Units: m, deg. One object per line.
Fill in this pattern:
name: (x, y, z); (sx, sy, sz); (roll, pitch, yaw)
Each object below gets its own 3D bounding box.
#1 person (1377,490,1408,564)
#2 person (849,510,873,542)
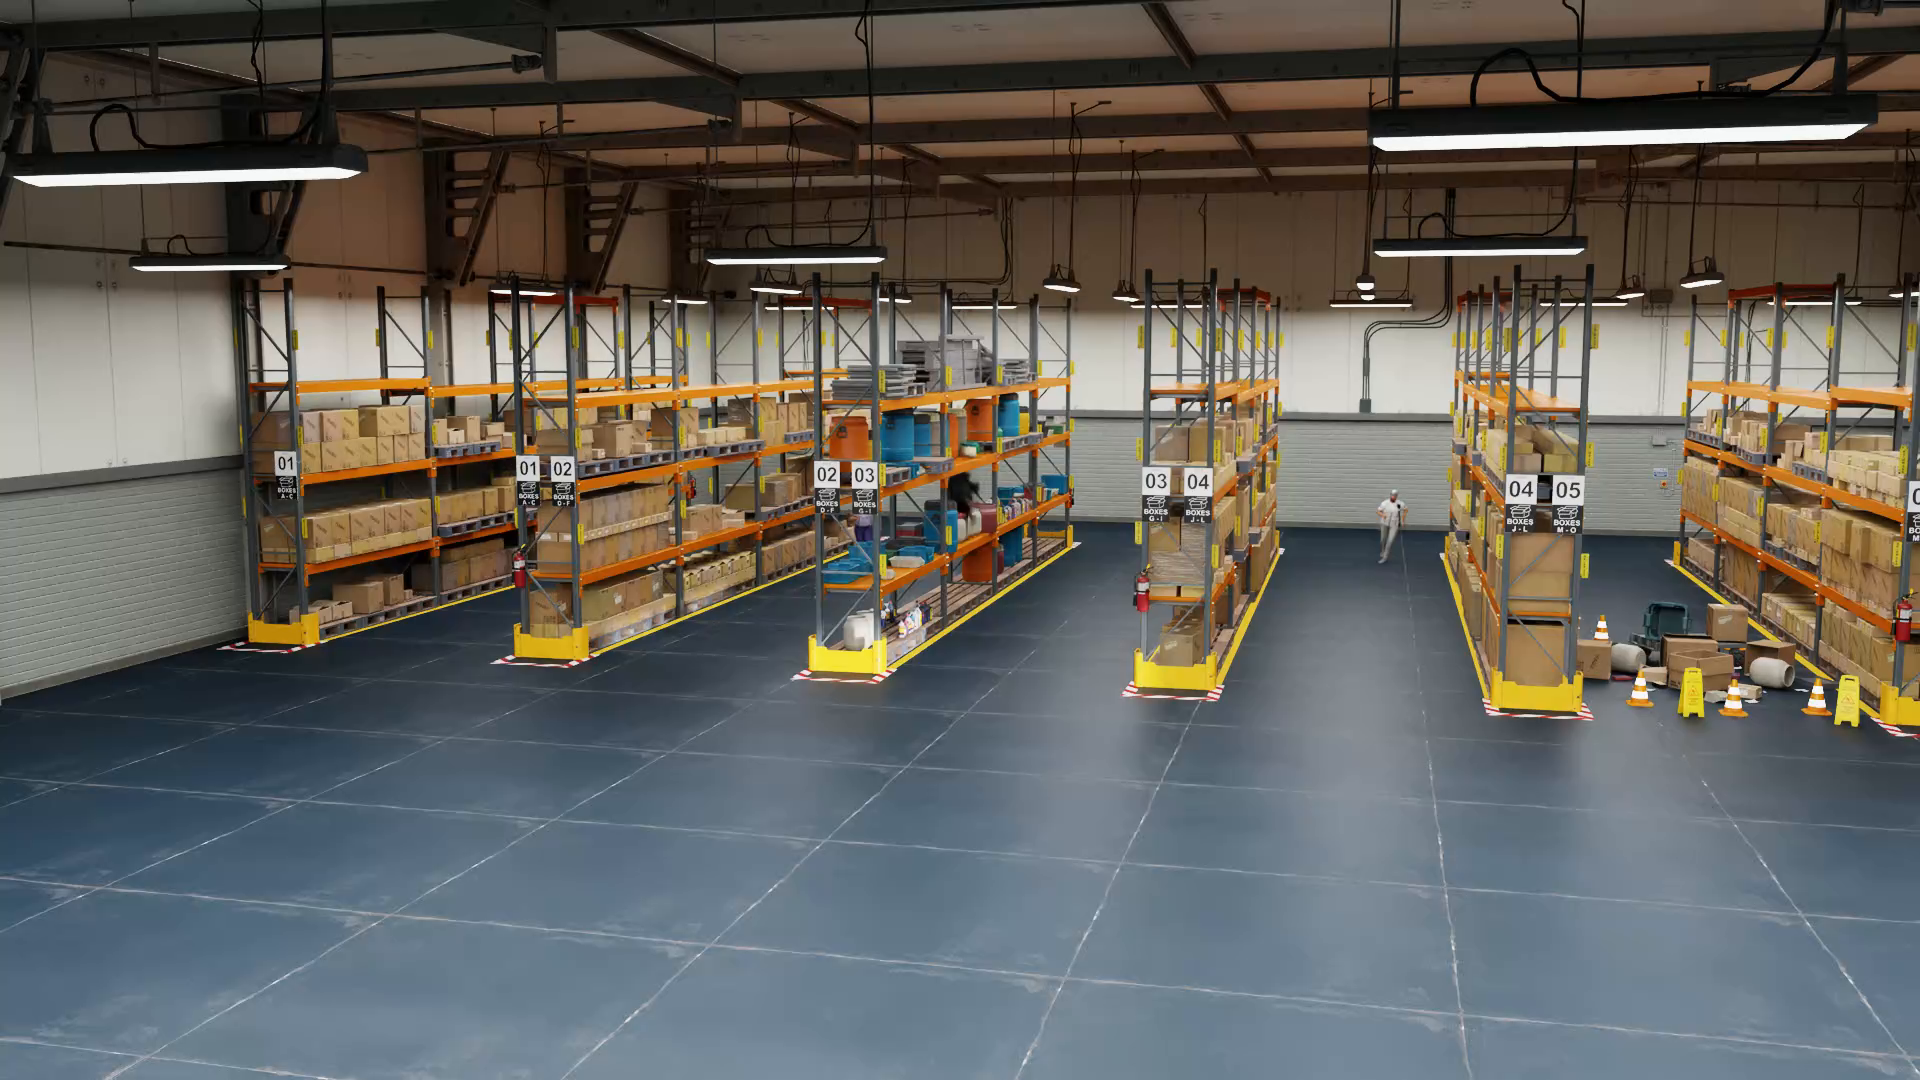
person: (9.787, -0.318, 37.711); (0.649, 1.662, 0.974); (3, 7, 21)
person: (-1.981, -0.124, 34.211); (0.590, 1.703, 0.725); (1, 7, 5)
